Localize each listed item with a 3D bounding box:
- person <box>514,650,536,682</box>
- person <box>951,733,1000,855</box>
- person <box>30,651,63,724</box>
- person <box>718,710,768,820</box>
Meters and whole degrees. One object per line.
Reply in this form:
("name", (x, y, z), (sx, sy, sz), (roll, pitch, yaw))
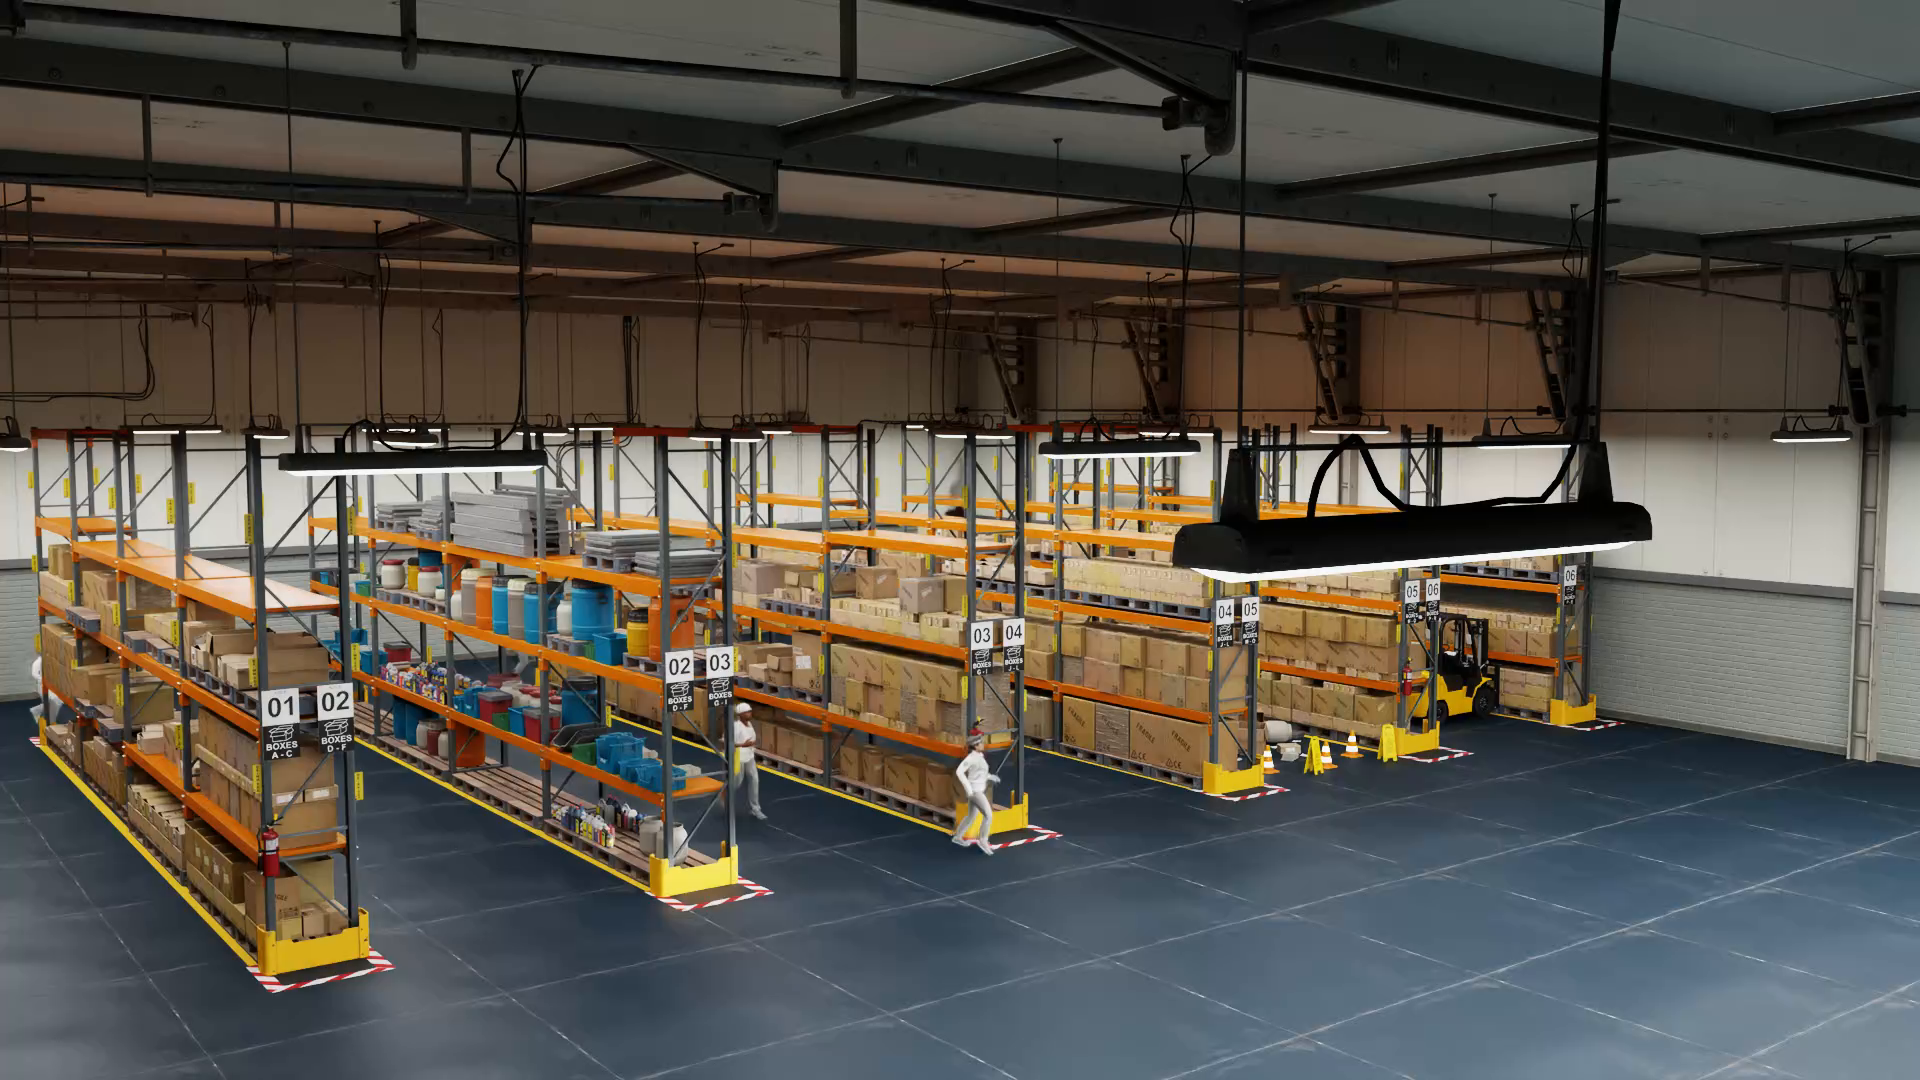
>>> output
("person", (-10.096, 2.473, 38.630), (0.651, 1.671, 0.564), (0, 4, -5))
("person", (0.215, 3.634, 23.788), (0.712, 1.755, 0.621), (1, 5, 10))
("person", (-18.012, 2.908, 32.713), (0.643, 1.738, 0.712), (-1, 5, -7))
("person", (-3.406, 3.451, 25.761), (0.869, 1.759, 0.670), (2, 5, 28))
